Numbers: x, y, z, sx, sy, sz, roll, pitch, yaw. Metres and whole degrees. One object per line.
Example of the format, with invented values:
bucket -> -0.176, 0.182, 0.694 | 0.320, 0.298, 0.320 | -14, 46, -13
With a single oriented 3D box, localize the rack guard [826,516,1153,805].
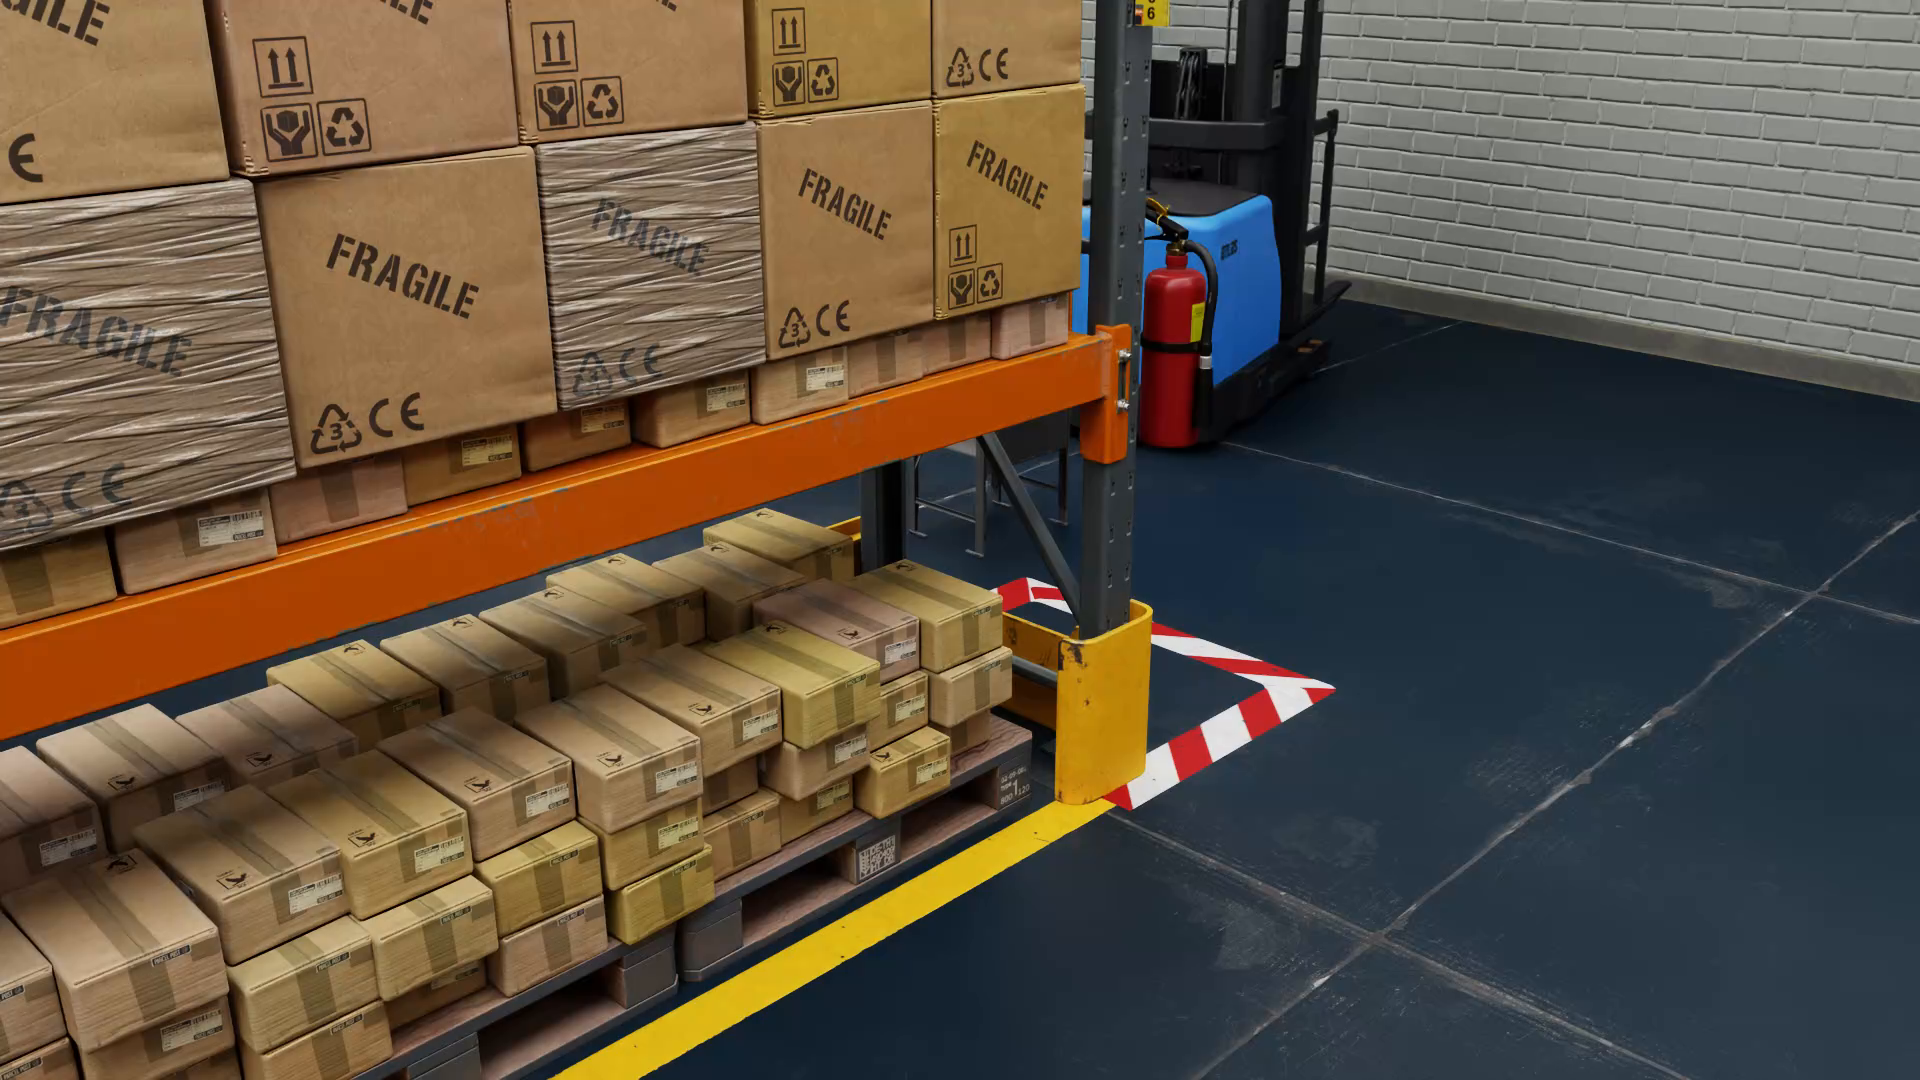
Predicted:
rack guard -> 0.029, 0.327, 5.026 | 1.175, 0.500, 0.348 | 19, 28, 41

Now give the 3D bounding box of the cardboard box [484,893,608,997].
cardboard box -> -0.989, 0.814, 3.663 | 0.250, 0.149, 0.380 | -20, 28, -41

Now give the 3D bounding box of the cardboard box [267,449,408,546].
cardboard box -> -1.239, -0.135, 3.096 | 0.250, 0.149, 0.380 | -19, 28, -40

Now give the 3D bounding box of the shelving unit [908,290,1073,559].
shelving unit -> 0.115, -1.023, 6.309 | 0.431, 2.100, 0.503 | 19, 28, 41

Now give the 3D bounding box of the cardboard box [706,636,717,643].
cardboard box -> -0.699, 0.264, 4.681 | 0.380, 0.149, 0.250 | 19, 28, 40

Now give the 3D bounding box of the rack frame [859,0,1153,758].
rack frame -> 0.082, -0.859, 4.628 | 1.000, 3.000, 0.127 | 19, 28, 41

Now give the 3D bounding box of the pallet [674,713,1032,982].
pallet -> -0.563, 0.662, 4.557 | 1.003, 0.211, 1.213 | 19, 28, 41

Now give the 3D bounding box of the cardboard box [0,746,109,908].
cardboard box -> -1.969, 0.588, 3.422 | 0.380, 0.149, 0.250 | 18, 27, 38

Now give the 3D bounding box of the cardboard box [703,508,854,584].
cardboard box -> -0.527, 0.048, 4.828 | 0.380, 0.149, 0.250 | 18, 27, 38

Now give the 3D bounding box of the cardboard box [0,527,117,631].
cardboard box -> -1.584, 0.012, 2.712 | 0.250, 0.149, 0.380 | -20, 28, -41

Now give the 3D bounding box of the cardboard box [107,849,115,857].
cardboard box -> -1.752, 0.685, 3.586 | 0.380, 0.149, 0.250 | 18, 27, 38

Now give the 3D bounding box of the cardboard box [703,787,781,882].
cardboard box -> -0.651, 0.668, 4.044 | 0.380, 0.149, 0.250 | 20, 28, 41

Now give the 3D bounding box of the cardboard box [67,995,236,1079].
cardboard box -> -1.571, 0.859, 3.131 | 0.250, 0.149, 0.380 | -19, 28, -40

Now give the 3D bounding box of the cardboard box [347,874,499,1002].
cardboard box -> -1.159, 0.753, 3.407 | 0.380, 0.149, 0.250 | 20, 28, 41

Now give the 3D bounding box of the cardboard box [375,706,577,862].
cardboard box -> -1.049, 0.520, 3.600 | 0.380, 0.149, 0.250 | 18, 27, 39

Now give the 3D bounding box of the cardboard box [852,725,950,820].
cardboard box -> -0.242, 0.555, 4.338 | 0.250, 0.149, 0.380 | -19, 28, -40

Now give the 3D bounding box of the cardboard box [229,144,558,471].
cardboard box -> -1.112, -0.475, 3.075 | 0.500, 0.500, 0.500 | -18, 28, -39

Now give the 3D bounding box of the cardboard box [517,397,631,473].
cardboard box -> -0.905, -0.278, 3.467 | 0.380, 0.149, 0.250 | 18, 27, 38

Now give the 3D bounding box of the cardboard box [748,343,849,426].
cardboard box -> -0.469, -0.393, 3.766 | 0.250, 0.149, 0.380 | -19, 28, -41

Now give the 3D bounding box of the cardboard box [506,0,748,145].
cardboard box -> -0.769, -1.065, 3.217 | 0.500, 0.500, 0.500 | -18, 28, -39

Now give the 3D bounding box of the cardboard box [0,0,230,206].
cardboard box -> -1.495, -0.797, 2.519 | 0.500, 0.500, 0.500 | -20, 28, -41

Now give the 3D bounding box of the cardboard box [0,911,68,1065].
cardboard box -> -1.778, 0.784, 2.914 | 0.380, 0.149, 0.250 | 18, 28, 39

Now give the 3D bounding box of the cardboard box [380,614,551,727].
cardboard box -> -1.214, 0.335, 4.081 | 0.250, 0.149, 0.380 | -19, 28, -40

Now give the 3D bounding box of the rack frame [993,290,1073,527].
rack frame -> 0.286, -1.085, 6.472 | 0.400, 2.100, 0.015 | 19, 28, 41

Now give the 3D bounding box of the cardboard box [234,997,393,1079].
cardboard box -> -1.348, 0.947, 3.318 | 0.380, 0.149, 0.250 | 18, 28, 39

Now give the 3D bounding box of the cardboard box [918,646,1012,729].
cardboard box -> -0.082, 0.344, 4.472 | 0.380, 0.149, 0.250 | 18, 28, 39

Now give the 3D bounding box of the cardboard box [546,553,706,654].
cardboard box -> -0.900, 0.181, 4.481 | 0.380, 0.149, 0.250 | 19, 28, 40

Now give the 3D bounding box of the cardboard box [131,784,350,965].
cardboard box -> -1.411, 0.648, 3.267 | 0.380, 0.149, 0.250 | 18, 27, 39

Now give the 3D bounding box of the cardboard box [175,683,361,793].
cardboard box -> -1.537, 0.480, 3.705 | 0.380, 0.149, 0.250 | 19, 28, 41

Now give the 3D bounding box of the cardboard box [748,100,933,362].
cardboard box -> -0.410, -0.733, 3.748 | 0.500, 0.500, 0.500 | 19, 28, 40

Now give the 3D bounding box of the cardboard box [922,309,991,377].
cardboard box -> -0.143, -0.532, 4.129 | 0.380, 0.149, 0.250 | 19, 28, 41

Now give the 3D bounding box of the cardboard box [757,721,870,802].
cardboard box -> -0.443, 0.478, 4.123 | 0.380, 0.149, 0.250 | 18, 27, 39

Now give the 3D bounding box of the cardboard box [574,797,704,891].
cardboard box -> -0.795, 0.614, 3.769 | 0.250, 0.149, 0.380 | -20, 28, -41

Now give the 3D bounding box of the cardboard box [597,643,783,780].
cardboard box -> -0.638, 0.397, 3.920 | 0.380, 0.149, 0.250 | 18, 27, 39

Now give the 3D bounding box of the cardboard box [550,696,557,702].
cardboard box -> -1.063, 0.388, 4.359 | 0.250, 0.149, 0.380 | -19, 28, -40

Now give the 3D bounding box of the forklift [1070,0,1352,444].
forklift -> 1.344, -2.289, 8.445 | 1.130, 2.935, 3.031 | 11, 24, 26

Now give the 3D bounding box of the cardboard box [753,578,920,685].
cardboard box -> -0.322, 0.248, 4.308 | 0.250, 0.149, 0.380 | -20, 28, -41

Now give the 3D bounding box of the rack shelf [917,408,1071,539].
rack shelf -> 0.115, -0.357, 6.565 | 0.431, 0.518, 0.480 | 19, 28, 41

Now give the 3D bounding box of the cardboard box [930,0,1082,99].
cardboard box -> -0.059, -1.331, 3.909 | 0.500, 0.500, 0.500 | 19, 28, 40
